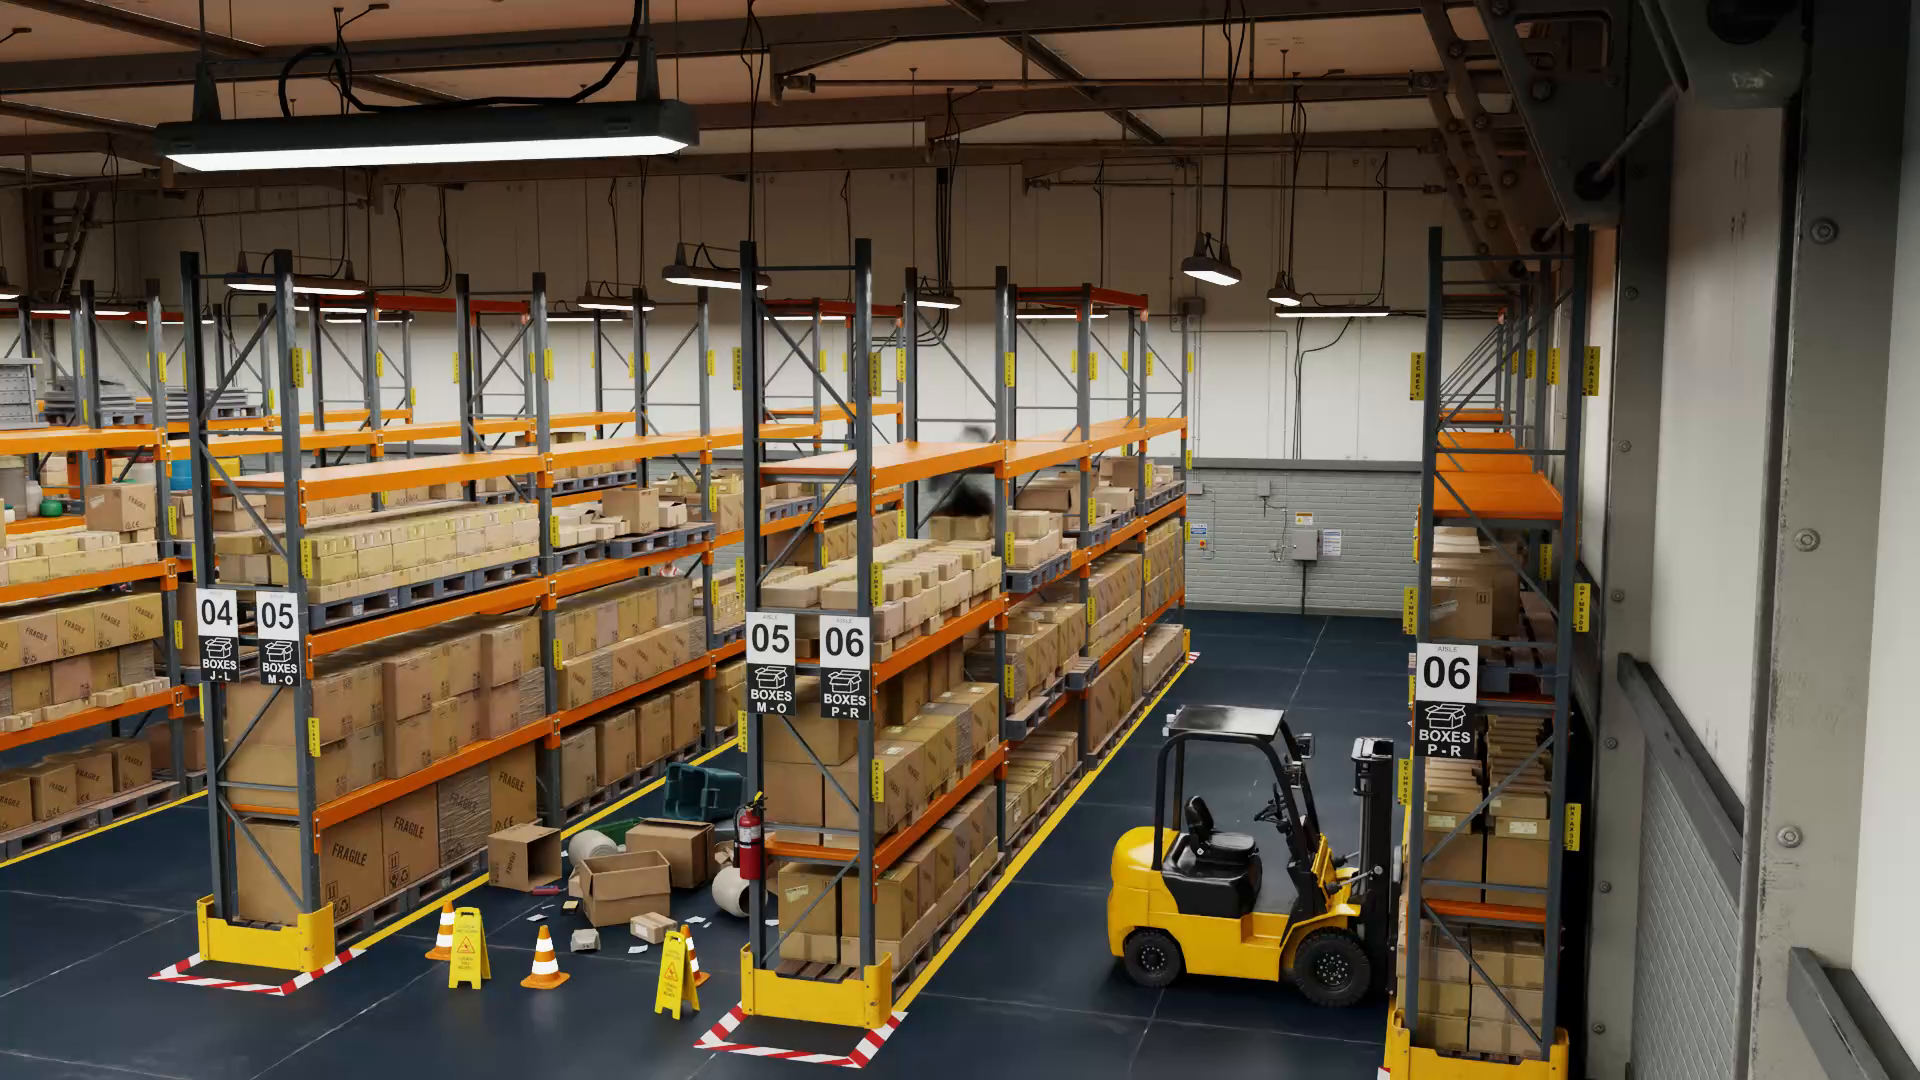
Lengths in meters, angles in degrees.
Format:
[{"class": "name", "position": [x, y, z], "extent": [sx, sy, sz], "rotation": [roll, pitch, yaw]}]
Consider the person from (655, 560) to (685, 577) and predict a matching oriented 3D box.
[{"class": "person", "position": [-5.048, 1.065, 28.933], "extent": [0.683, 1.747, 0.601], "rotation": [2, 7, 16]}]
